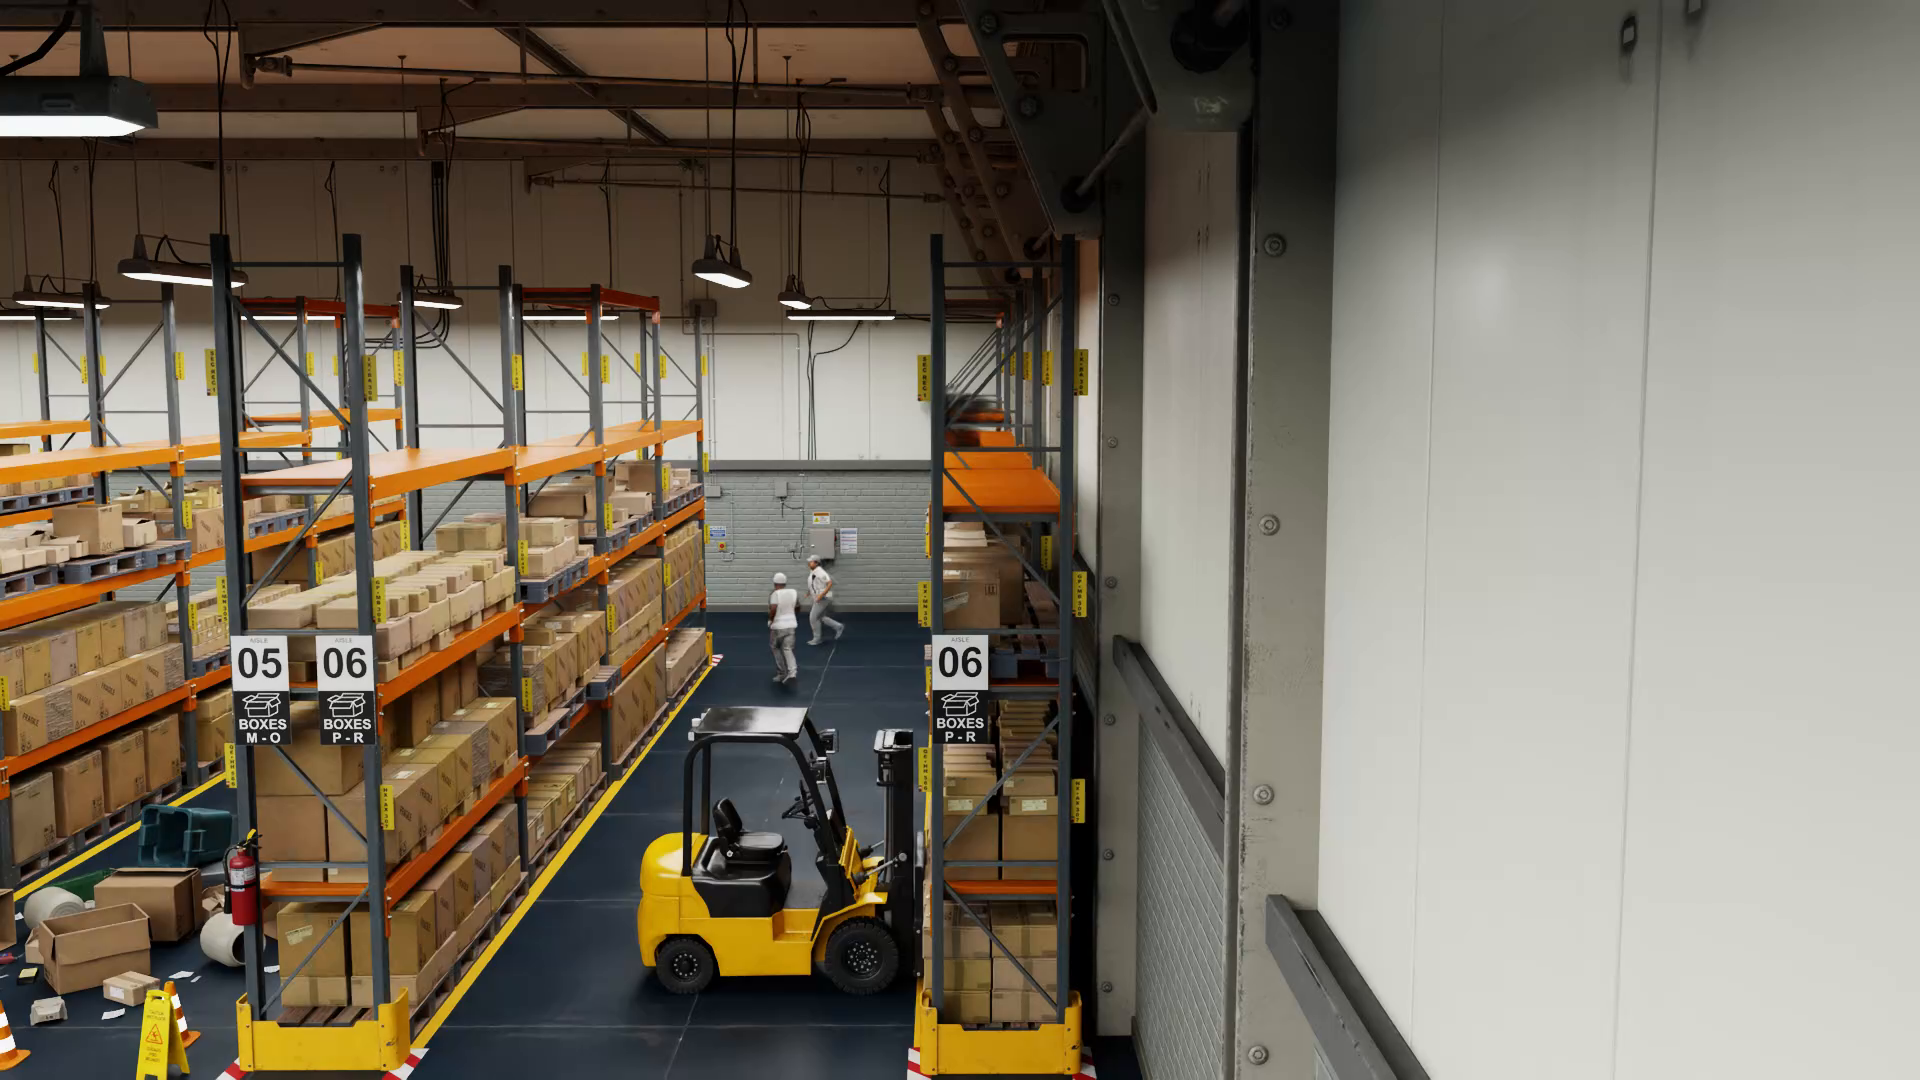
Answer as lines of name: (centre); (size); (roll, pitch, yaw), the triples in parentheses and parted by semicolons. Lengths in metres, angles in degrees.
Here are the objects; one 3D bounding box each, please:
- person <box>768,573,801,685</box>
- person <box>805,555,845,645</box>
person: (-2.710, 1.404, 26.096); (0.644, 1.753, 0.863); (-4, 7, -31)
person: (-2.424, 1.063, 29.995); (0.741, 1.621, 0.607); (-2, 7, -19)
